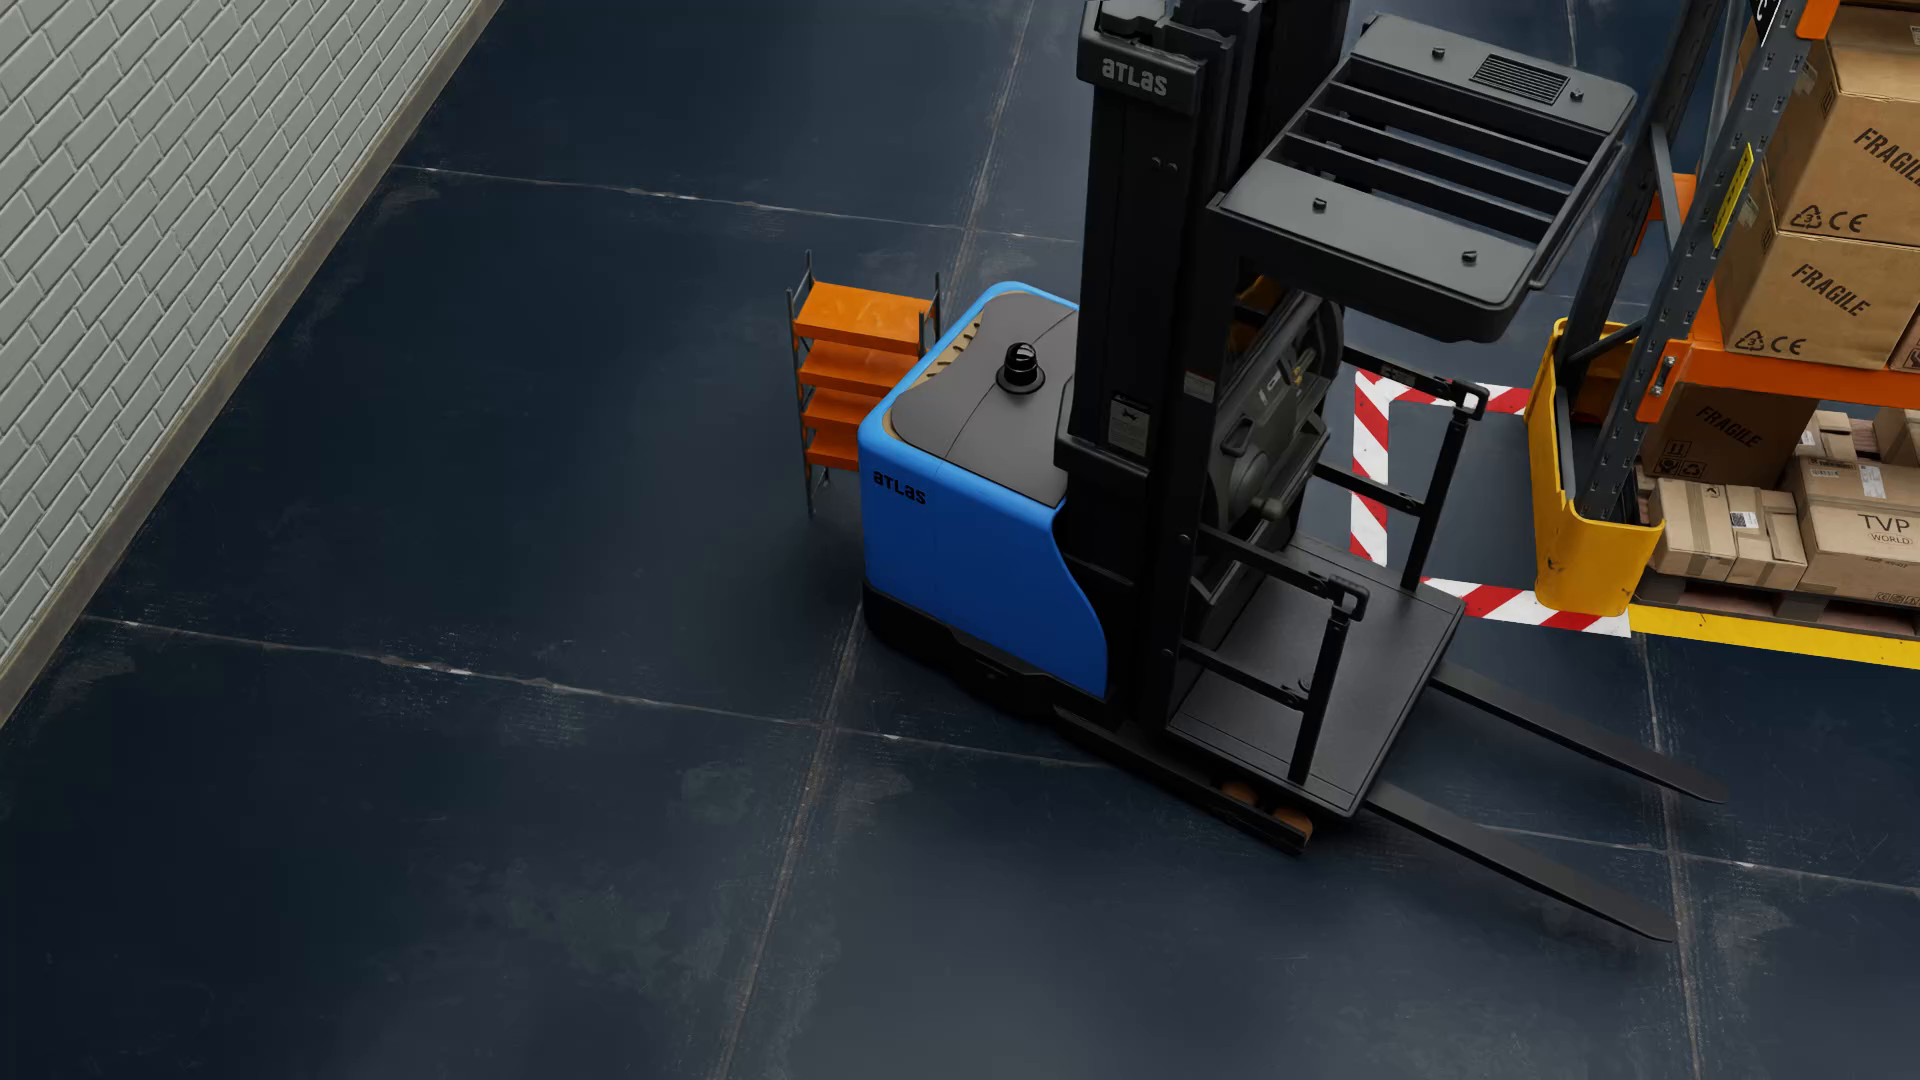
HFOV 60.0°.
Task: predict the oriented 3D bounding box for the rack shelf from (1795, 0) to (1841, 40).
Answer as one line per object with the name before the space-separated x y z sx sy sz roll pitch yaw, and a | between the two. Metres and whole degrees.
rack shelf | 4.415 -1.653 4.658 4.000 0.370 1.077 8 49 7

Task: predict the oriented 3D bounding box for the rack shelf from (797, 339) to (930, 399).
rack shelf | -0.344 -0.629 6.270 0.480 0.148 0.258 11 49 10

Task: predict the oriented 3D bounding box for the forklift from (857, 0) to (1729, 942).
forklift | 1.155 -0.360 5.075 3.031 2.935 1.130 25 53 21

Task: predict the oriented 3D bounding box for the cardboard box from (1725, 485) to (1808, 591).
cardboard box | 3.044 -0.015 6.328 0.250 0.166 0.380 8 49 7

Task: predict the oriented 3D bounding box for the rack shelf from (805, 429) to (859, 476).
rack shelf | -0.344 -0.347 6.585 0.480 0.148 0.258 11 49 10

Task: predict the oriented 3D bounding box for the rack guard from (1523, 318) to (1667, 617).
rack guard | 2.522 -0.310 6.664 0.348 0.500 1.175 8 49 7

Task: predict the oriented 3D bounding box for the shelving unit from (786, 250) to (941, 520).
shelving unit | -0.344 -0.525 6.387 0.503 1.200 0.258 11 49 10

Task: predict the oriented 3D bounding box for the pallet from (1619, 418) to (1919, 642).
pallet | 3.306 -0.108 6.678 1.213 0.211 1.003 8 49 7

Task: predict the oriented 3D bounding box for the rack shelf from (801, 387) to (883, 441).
rack shelf | -0.344 -0.480 6.437 0.480 0.148 0.258 11 49 10

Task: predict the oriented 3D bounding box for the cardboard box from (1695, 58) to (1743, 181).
cardboard box | 2.936 -1.329 5.832 0.500 0.500 0.500 9 49 8

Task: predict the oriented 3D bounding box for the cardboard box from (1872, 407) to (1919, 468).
cardboard box | 3.955 -0.344 6.567 0.500 0.250 0.500 8 49 7

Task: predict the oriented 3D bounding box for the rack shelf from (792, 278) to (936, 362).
rack shelf | -0.344 -0.787 6.094 0.480 0.148 0.258 11 49 10

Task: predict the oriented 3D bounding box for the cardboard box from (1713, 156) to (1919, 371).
cardboard box | 2.837 -0.937 5.480 0.500 0.500 0.500 9 49 8

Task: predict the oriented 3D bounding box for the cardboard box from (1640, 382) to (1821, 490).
cardboard box | 3.026 -0.575 6.607 0.500 0.500 0.500 8 49 7

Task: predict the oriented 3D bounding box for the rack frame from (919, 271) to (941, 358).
rack frame | -0.108 -0.479 6.346 0.015 1.200 0.240 11 49 10

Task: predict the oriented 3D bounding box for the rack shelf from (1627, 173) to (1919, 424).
rack shelf | 4.415 -0.650 5.773 4.000 0.370 1.077 8 49 7

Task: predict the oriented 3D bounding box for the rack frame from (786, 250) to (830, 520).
rack frame | -0.580 -0.570 6.428 0.015 1.200 0.240 11 49 10

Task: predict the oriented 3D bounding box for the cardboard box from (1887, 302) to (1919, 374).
cardboard box | 3.345 -0.873 5.422 0.500 0.500 0.500 7 48 6

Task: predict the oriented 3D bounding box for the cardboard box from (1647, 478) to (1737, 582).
cardboard box | 2.798 -0.043 6.364 0.250 0.149 0.380 8 49 7

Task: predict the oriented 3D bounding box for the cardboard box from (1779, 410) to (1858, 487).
cardboard box | 3.408 -0.344 6.624 0.250 0.166 0.380 8 49 7

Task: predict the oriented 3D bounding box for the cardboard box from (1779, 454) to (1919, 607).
cardboard box | 3.424 -0.038 6.292 0.500 0.250 0.500 8 49 7

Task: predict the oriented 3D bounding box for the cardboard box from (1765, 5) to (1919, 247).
cardboard box | 2.837 -1.271 5.108 0.500 0.500 0.500 9 49 8

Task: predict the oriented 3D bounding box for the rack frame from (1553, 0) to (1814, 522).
rack frame | 2.447 -1.155 5.743 0.127 3.000 1.000 8 49 7

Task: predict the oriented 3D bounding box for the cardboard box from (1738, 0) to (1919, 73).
cardboard box | 2.934 -1.665 5.462 0.500 0.500 0.500 7 48 6

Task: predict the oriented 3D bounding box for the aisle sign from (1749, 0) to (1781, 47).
aisle sign | 2.327 -1.818 4.591 0.004 0.787 0.394 8 49 7

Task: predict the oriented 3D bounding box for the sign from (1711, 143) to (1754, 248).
sign | 2.351 -1.047 5.065 0.005 0.325 0.100 8 49 7
